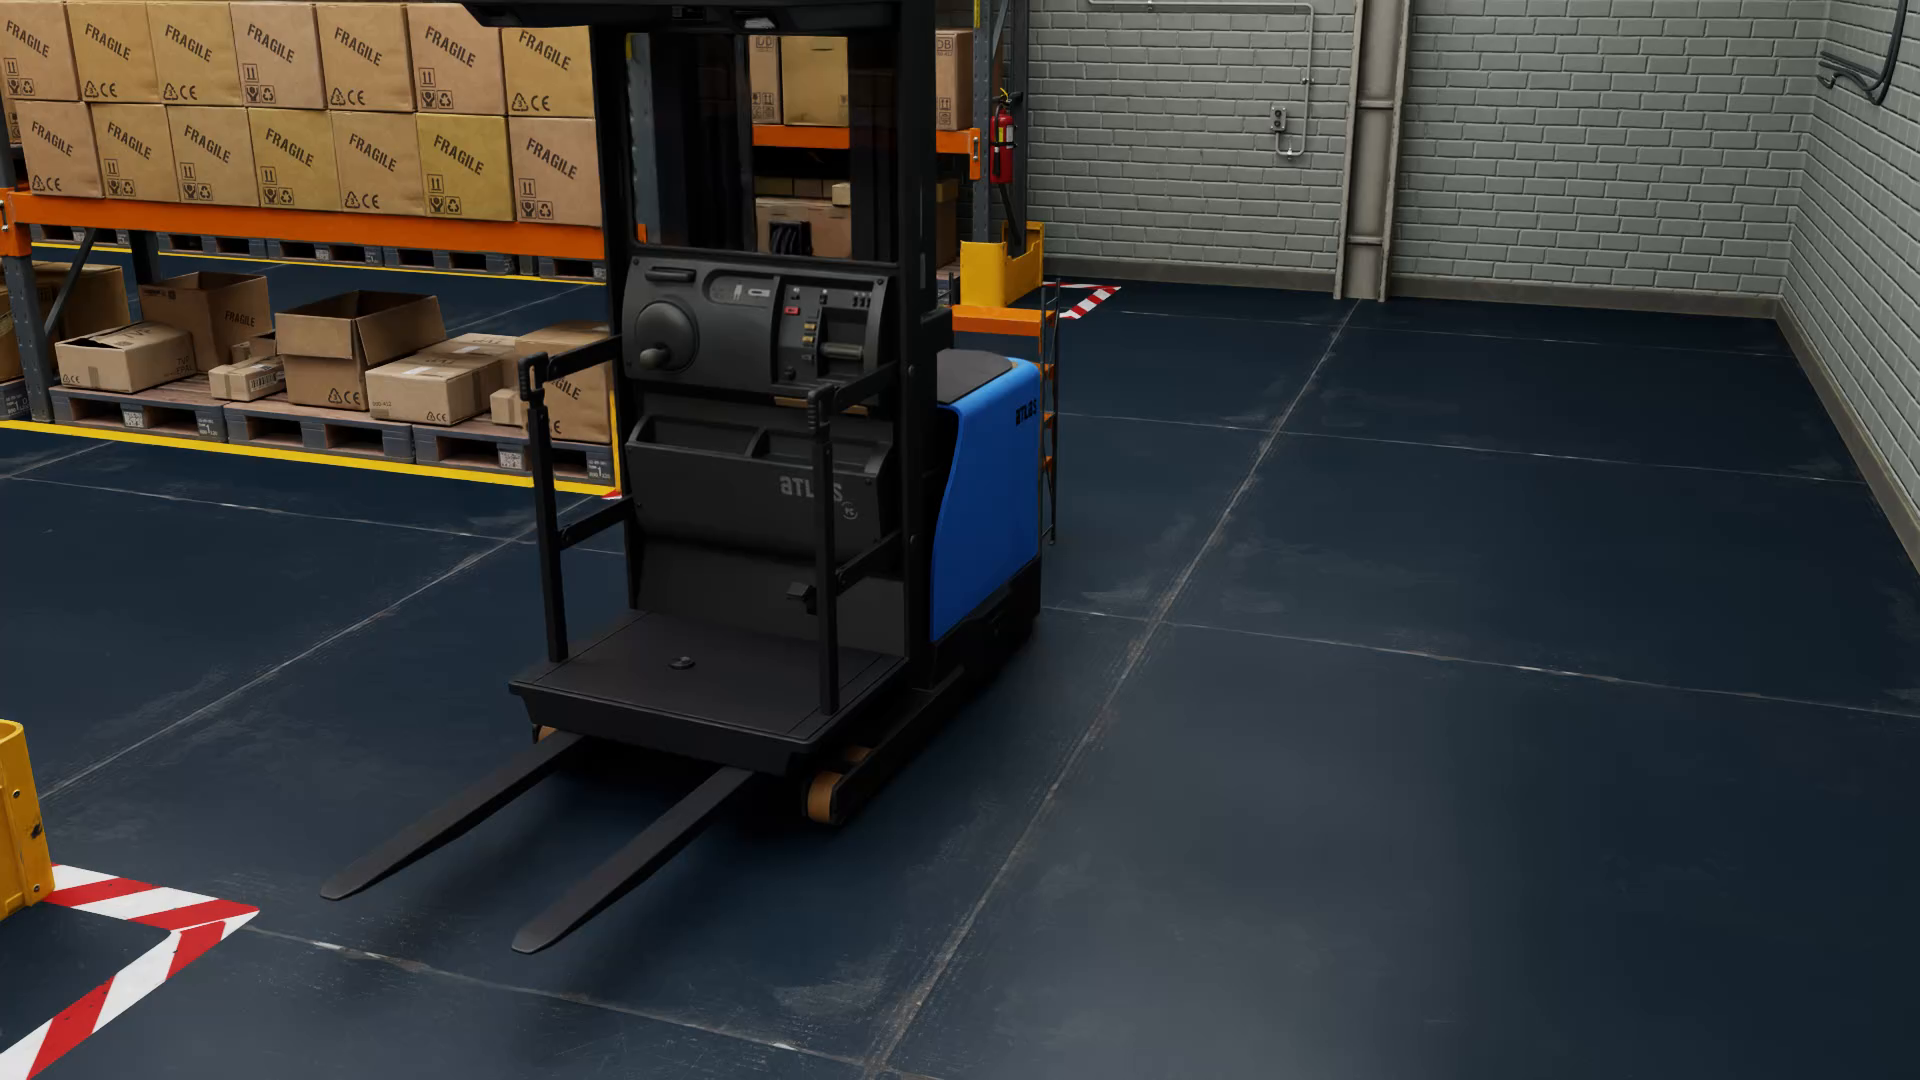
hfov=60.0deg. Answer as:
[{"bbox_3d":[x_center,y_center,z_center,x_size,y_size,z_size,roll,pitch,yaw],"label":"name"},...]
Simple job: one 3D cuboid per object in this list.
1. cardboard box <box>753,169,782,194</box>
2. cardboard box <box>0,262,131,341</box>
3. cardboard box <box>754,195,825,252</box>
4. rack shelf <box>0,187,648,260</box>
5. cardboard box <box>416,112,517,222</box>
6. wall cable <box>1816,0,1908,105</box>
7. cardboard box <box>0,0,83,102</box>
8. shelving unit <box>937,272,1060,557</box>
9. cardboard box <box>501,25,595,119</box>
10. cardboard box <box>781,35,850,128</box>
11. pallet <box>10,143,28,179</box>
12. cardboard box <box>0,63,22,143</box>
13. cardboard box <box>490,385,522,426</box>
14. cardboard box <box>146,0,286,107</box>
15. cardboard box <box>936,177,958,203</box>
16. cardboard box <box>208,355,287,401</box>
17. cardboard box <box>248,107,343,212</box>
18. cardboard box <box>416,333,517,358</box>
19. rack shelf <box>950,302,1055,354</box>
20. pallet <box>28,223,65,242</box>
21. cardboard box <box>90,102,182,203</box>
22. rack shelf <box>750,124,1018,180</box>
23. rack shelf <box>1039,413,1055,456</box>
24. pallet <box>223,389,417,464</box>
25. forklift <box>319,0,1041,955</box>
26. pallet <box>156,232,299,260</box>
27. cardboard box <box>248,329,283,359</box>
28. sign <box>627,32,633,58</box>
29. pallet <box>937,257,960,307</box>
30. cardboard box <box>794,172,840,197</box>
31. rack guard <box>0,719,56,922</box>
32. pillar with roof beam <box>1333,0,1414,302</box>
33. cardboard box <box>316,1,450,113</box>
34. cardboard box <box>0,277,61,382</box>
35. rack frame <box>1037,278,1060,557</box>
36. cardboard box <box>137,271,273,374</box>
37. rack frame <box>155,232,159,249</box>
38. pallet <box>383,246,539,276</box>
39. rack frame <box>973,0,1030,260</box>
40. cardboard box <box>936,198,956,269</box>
[{"bbox_3d":[-1.632,-2.929,13.596,0.250,0.149,0.380,6,20,17],"label":"cardboard box"},{"bbox_3d":[-5.462,-1.395,10.149,0.500,0.500,0.500,6,20,16],"label":"cardboard box"},{"bbox_3d":[-1.326,-2.518,13.403,0.500,0.500,0.700,6,20,16],"label":"cardboard box"},{"bbox_3d":[-3.195,-1.683,8.941,4.000,0.370,1.077,7,20,18],"label":"rack shelf"},{"bbox_3d":[-2.310,-1.873,8.240,0.500,0.500,0.500,7,20,19],"label":"cardboard box"},{"bbox_3d":[5.541,-3.992,10.075,0.112,2.526,3.097,7,20,18],"label":"wall cable"},{"bbox_3d":[-4.732,-2.620,8.865,0.500,0.500,0.500,7,20,19],"label":"cardboard box"},{"bbox_3d":[0.156,-0.549,7.327,0.503,1.200,0.258,7,20,18],"label":"shelving unit"},{"bbox_3d":[-1.817,-2.289,7.915,0.500,0.500,0.500,6,20,18],"label":"cardboard box"},{"bbox_3d":[-0.860,-3.616,12.938,0.700,0.700,0.980,6,20,18],"label":"cardboard box"},{"bbox_3d":[-5.804,-2.269,9.819,1.213,0.211,1.003,7,20,18],"label":"pallet"},{"bbox_3d":[-5.459,-2.605,9.703,0.500,0.500,0.700,0,19,0],"label":"cardboard box"},{"bbox_3d":[-2.254,-0.731,8.752,0.250,0.166,0.380,7,20,18],"label":"cardboard box"},{"bbox_3d":[-3.759,-2.509,8.545,0.500,0.500,0.500,6,20,16],"label":"cardboard box"},{"bbox_3d":[-0.194,-2.765,13.126,0.250,0.149,0.380,7,20,18],"label":"cardboard box"},{"bbox_3d":[-3.939,-0.906,9.254,0.250,0.166,0.380,7,20,18],"label":"cardboard box"},{"bbox_3d":[-3.255,-1.983,8.556,0.500,0.500,0.500,6,20,17],"label":"cardboard box"},{"bbox_3d":[-2.671,-0.971,9.315,0.500,0.250,0.500,7,20,18],"label":"cardboard box"},{"bbox_3d":[0.156,-0.920,7.198,0.480,0.148,0.258,7,20,18],"label":"rack shelf"},{"bbox_3d":[-9.127,-3.112,16.184,1.213,0.211,1.003,7,20,18],"label":"pallet"},{"bbox_3d":[-4.208,-2.092,8.869,0.500,0.500,0.500,7,20,19],"label":"cardboard box"},{"bbox_3d":[-1.573,-3.224,13.361,4.000,0.370,1.077,7,20,18],"label":"rack shelf"},{"bbox_3d":[0.156,-0.485,7.350,0.480,0.148,0.258,7,20,18],"label":"rack shelf"},{"bbox_3d":[-3.280,-0.717,9.311,1.213,0.211,1.003,7,20,18],"label":"pallet"},{"bbox_3d":[-0.738,-0.672,5.051,1.130,2.935,3.031,8,21,22],"label":"forklift"},{"bbox_3d":[-6.521,-2.786,15.249,1.213,0.211,1.003,7,20,18],"label":"pallet"},{"bbox_3d":[-3.745,-1.123,9.657,0.500,0.311,0.500,7,20,18],"label":"cardboard box"},{"bbox_3d":[-1.507,-2.333,7.472,0.005,0.325,0.100,7,20,18],"label":"sign"},{"bbox_3d":[-0.465,-2.093,13.260,1.213,0.211,1.003,7,20,18],"label":"pallet"},{"bbox_3d":[-1.150,-2.874,13.438,0.250,0.149,0.380,7,20,19],"label":"cardboard box"},{"bbox_3d":[-2.908,0.912,4.201,0.348,0.500,1.175,7,20,18],"label":"rack guard"},{"bbox_3d":[1.737,-4.819,7.730,0.400,9.000,9.100,7,20,18],"label":"pillar with roof beam"},{"bbox_3d":[-2.786,-2.398,8.227,0.500,0.500,0.500,7,20,20],"label":"cardboard box"},{"bbox_3d":[-5.645,-1.231,9.679,0.500,0.500,0.500,6,20,18],"label":"cardboard box"},{"bbox_3d":[0.387,-0.522,7.252,0.015,1.200,0.240,7,20,18],"label":"rack frame"},{"bbox_3d":[-4.453,-1.293,9.858,0.500,0.500,0.500,7,20,18],"label":"cardboard box"},{"bbox_3d":[-7.241,-4.212,15.102,0.127,3.000,1.000,7,20,18],"label":"rack frame"},{"bbox_3d":[-4.216,-2.523,14.493,1.213,0.211,1.003,7,20,18],"label":"pallet"},{"bbox_3d":[0.316,-3.348,12.623,0.127,3.000,1.000,7,20,18],"label":"rack frame"},{"bbox_3d":[-0.378,-2.410,13.093,0.500,0.500,0.700,7,20,18],"label":"cardboard box"}]
